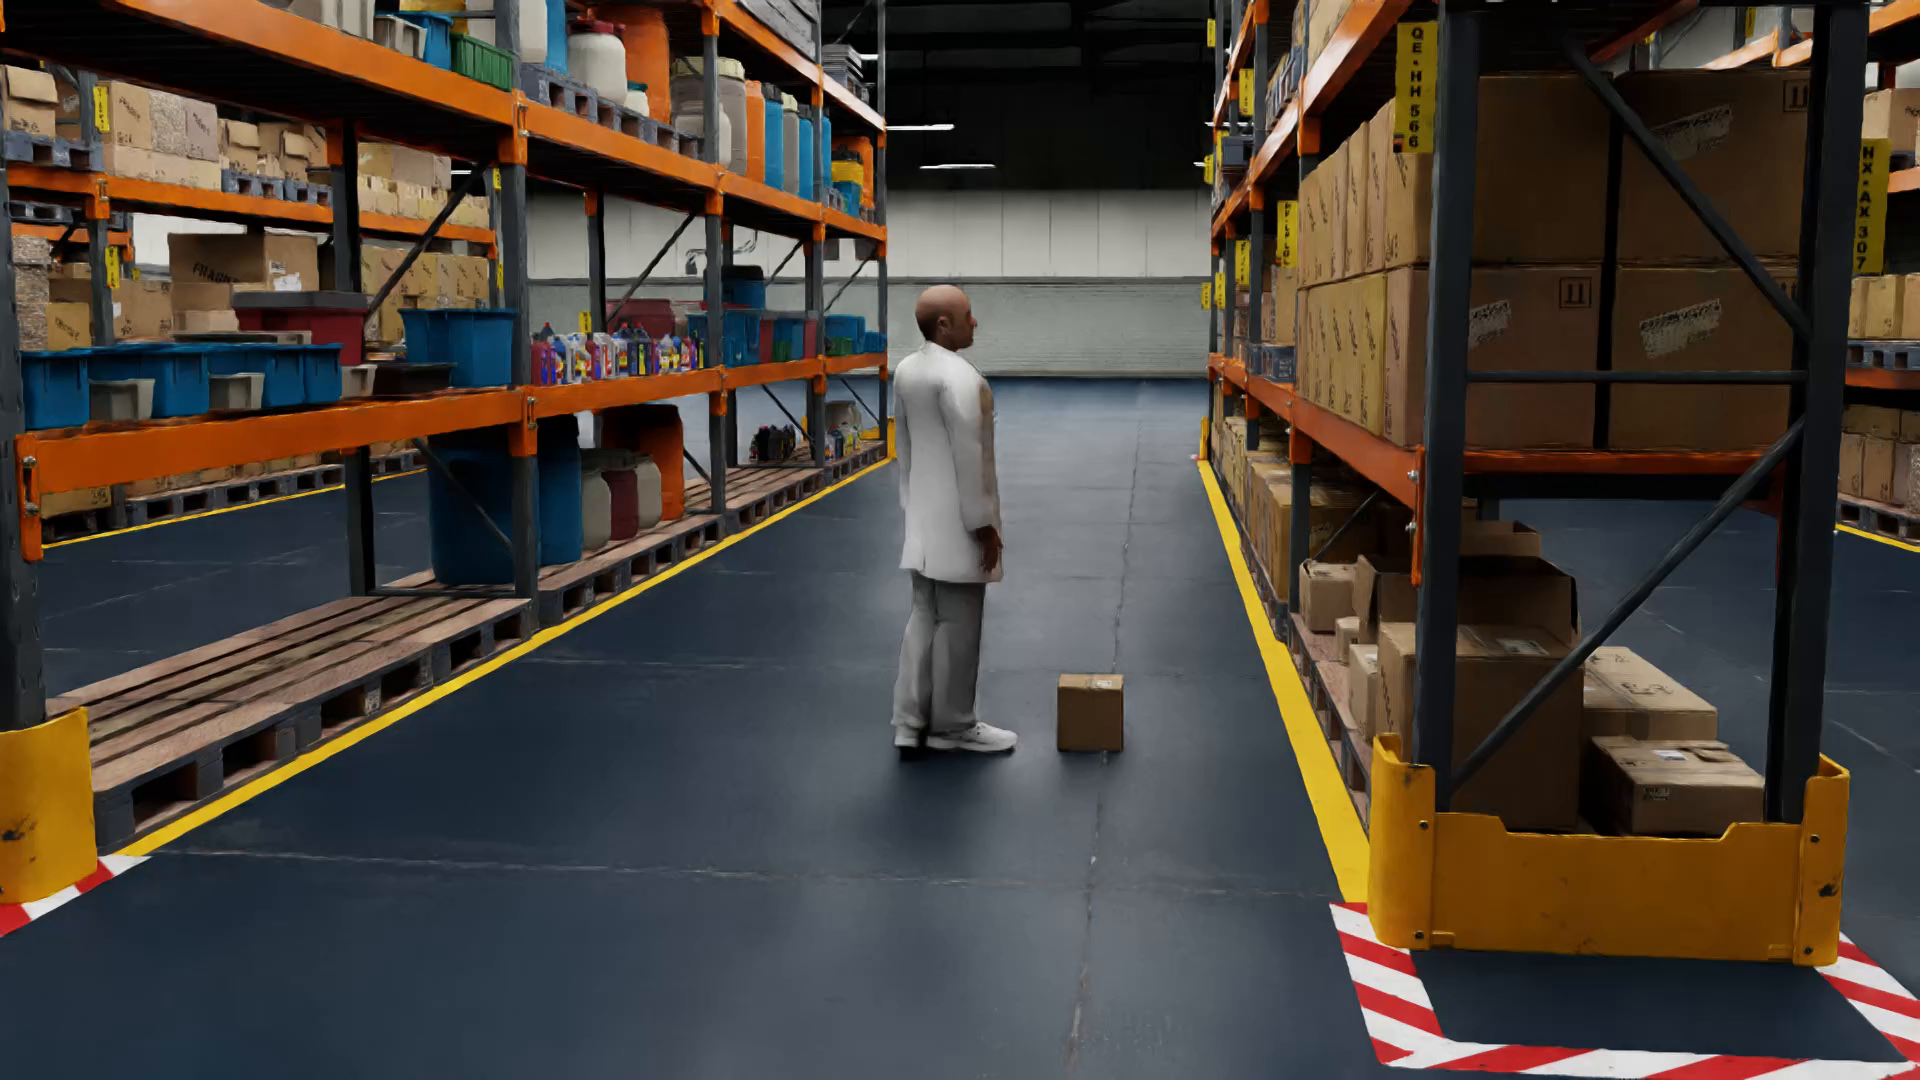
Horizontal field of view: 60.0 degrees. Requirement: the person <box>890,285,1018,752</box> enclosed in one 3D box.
[{"bbox_3d":[-0.066,-0.076,6.372,0.485,1.783,0.629,-4,9,-30],"label":"person"}]
